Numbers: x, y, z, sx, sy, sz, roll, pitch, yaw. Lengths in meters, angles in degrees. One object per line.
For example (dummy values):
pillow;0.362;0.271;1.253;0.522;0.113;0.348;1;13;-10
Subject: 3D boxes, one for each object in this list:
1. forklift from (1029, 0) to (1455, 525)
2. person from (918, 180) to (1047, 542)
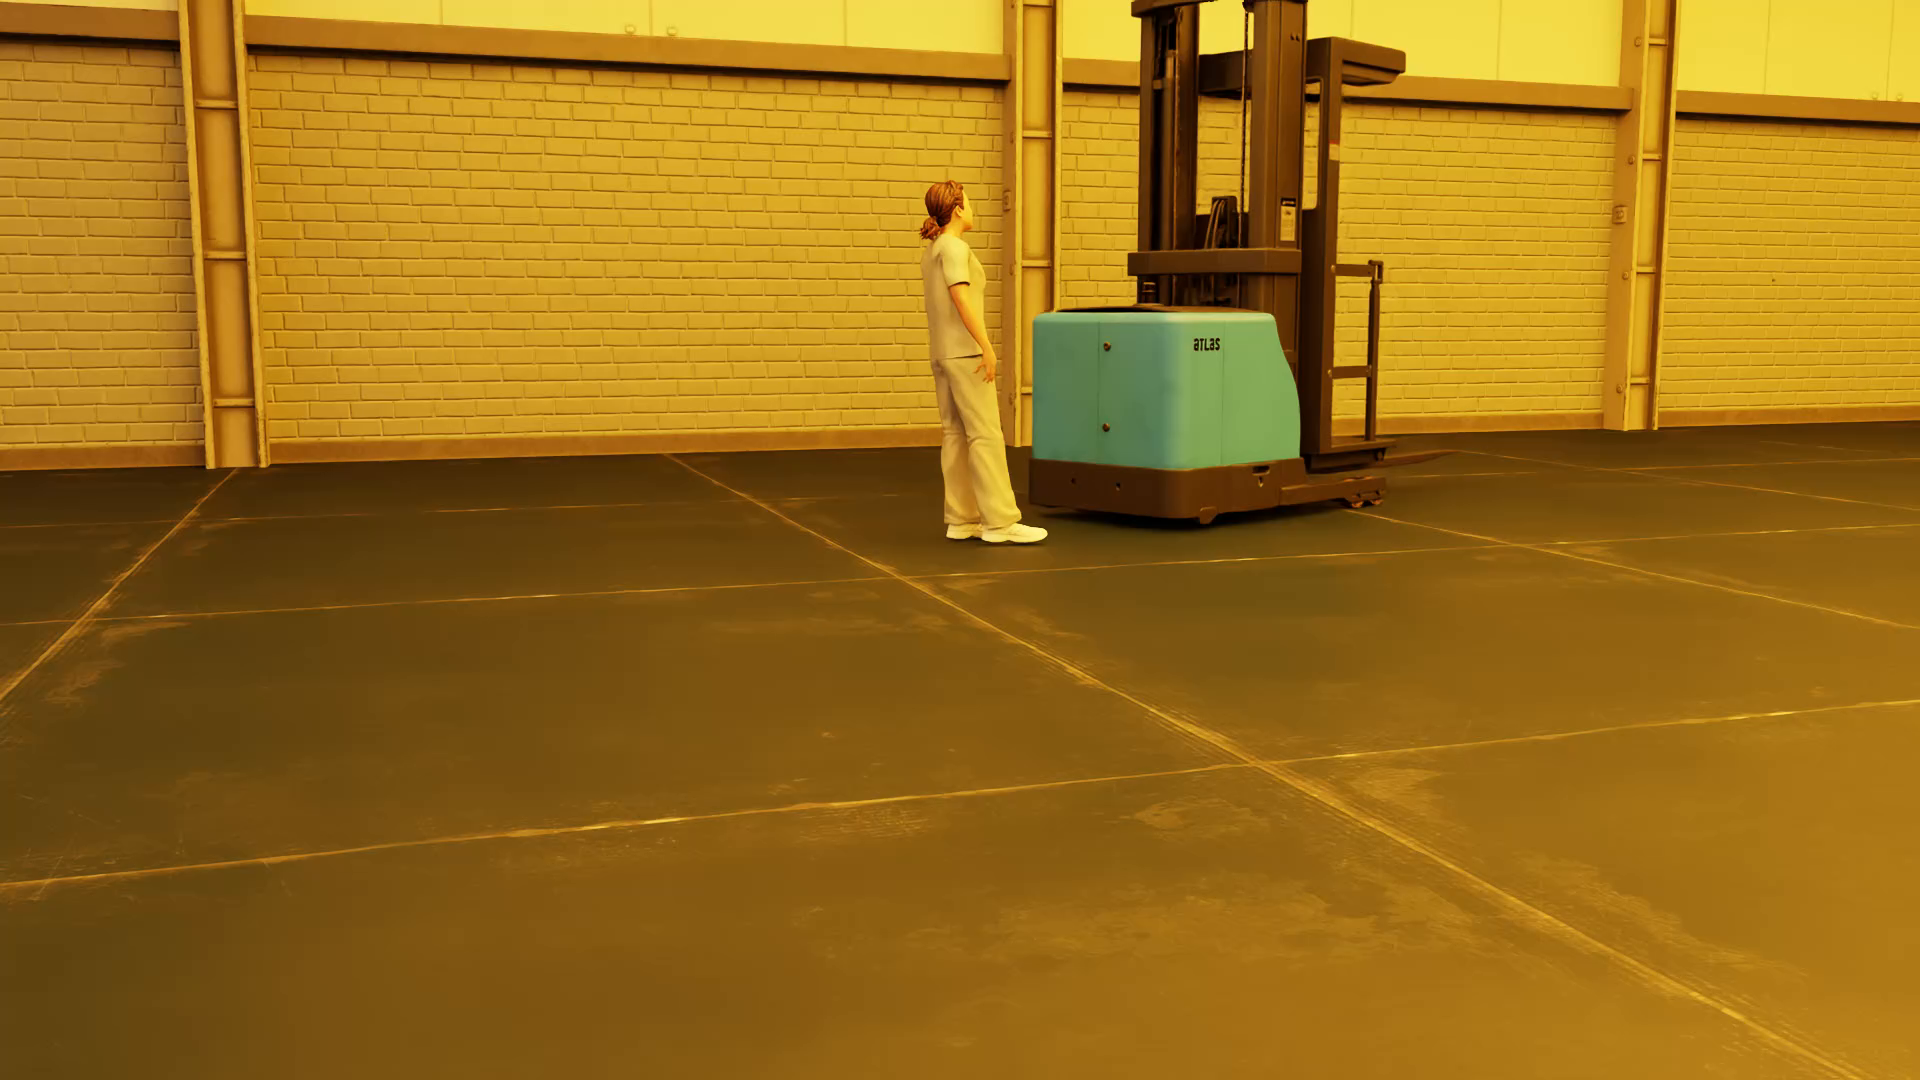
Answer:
forklift;1.766;-1.673;9.348;3.031;2.935;1.130;-8;11;-44
person;0.074;-0.839;7.821;0.549;1.675;0.550;-3;8;-18
